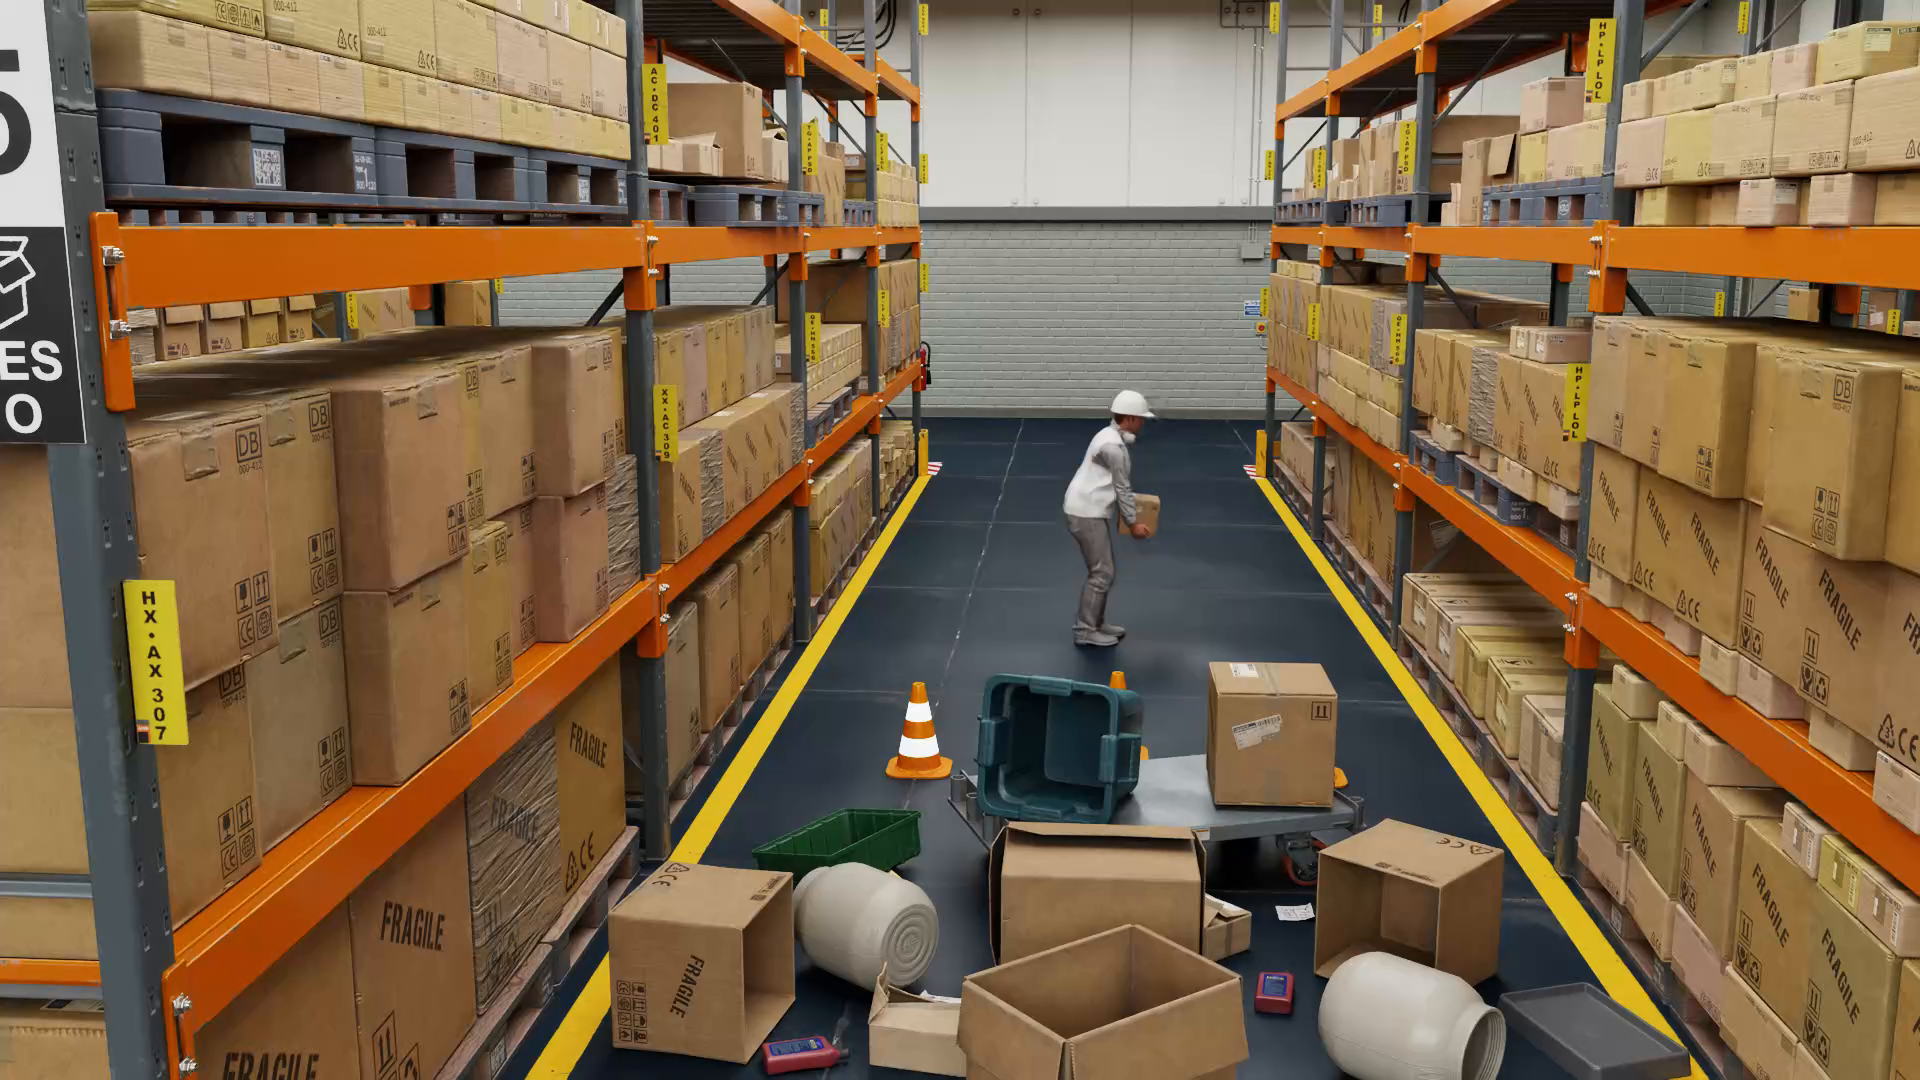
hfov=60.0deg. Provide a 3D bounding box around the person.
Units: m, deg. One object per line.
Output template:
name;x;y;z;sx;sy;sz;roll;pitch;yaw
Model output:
person;1.005;-0.157;11.340;0.604;1.724;0.480;1;11;3
